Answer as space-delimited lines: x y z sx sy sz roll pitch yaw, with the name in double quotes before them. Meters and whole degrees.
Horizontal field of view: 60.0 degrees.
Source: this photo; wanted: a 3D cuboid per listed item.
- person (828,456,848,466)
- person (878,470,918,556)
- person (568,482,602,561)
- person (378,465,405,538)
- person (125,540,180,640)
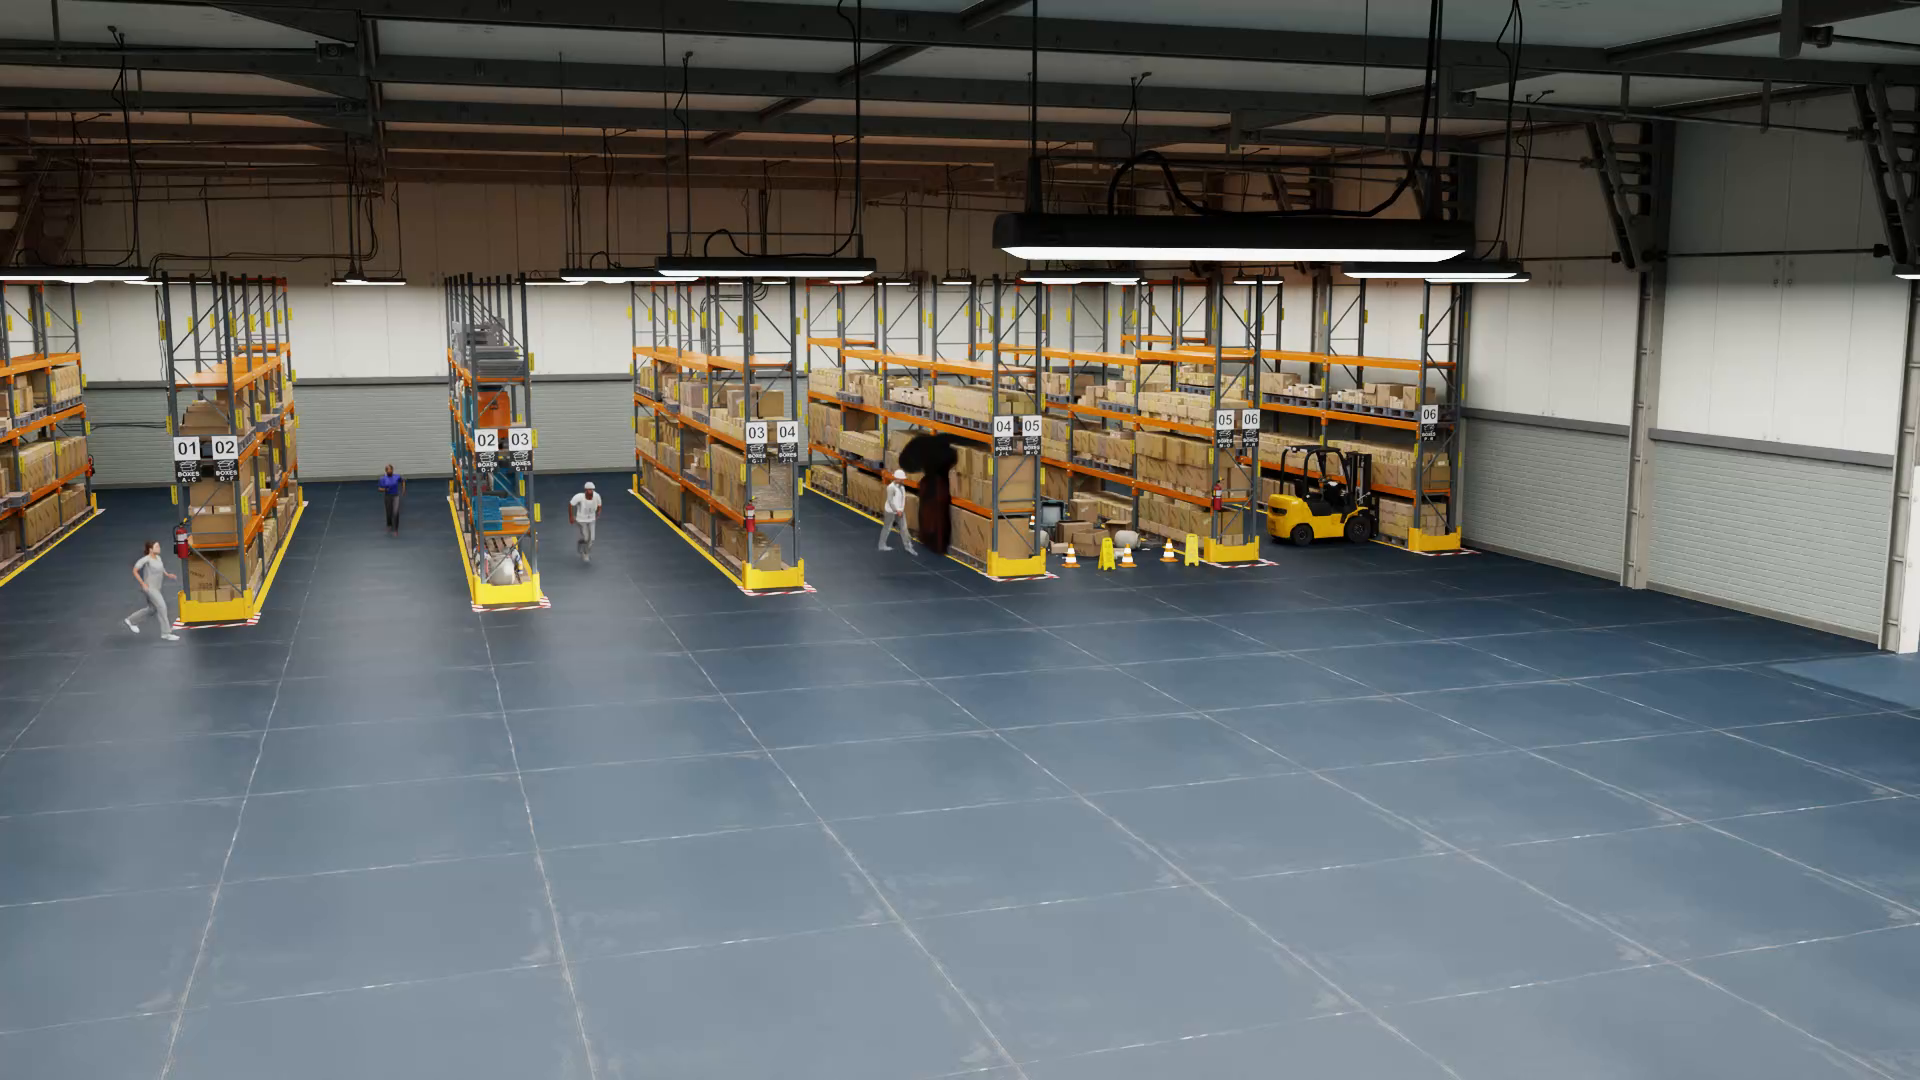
"person" -3.726 -2.782 50.568 0.670 1.841 0.860 6 10 35
"person" -1.359 -0.566 34.359 0.809 1.817 0.617 6 11 36
"person" -7.894 -0.398 35.136 0.686 1.685 0.708 -7 11 -37
"person" -13.216 -0.918 38.713 0.570 1.699 0.899 -2 9 -13
"person" -13.270 0.816 27.241 0.880 1.664 0.545 0 9 2
